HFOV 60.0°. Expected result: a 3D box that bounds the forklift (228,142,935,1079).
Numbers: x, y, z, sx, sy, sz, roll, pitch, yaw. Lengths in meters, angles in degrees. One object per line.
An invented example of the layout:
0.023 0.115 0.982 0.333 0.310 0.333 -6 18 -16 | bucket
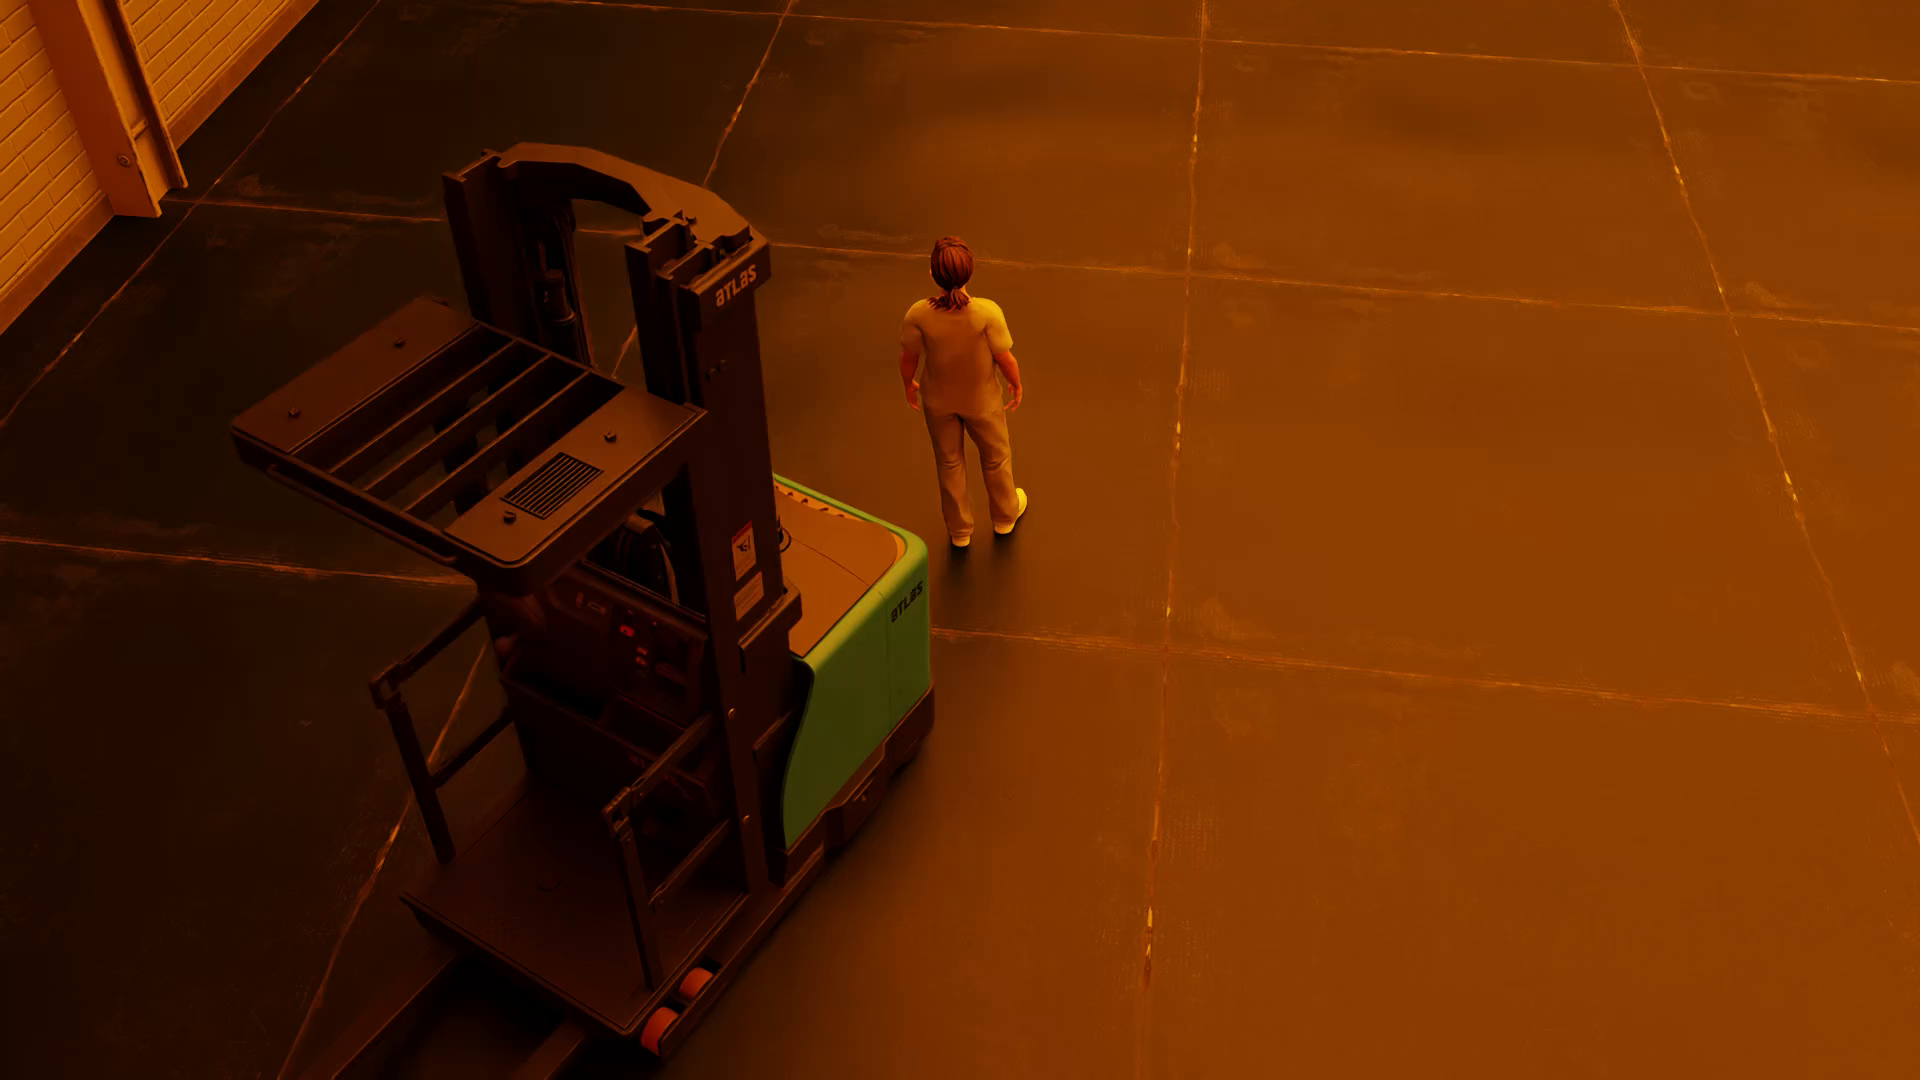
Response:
-1.319 0.377 5.314 1.130 2.935 3.031 23 47 23 | forklift

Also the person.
0.024 -0.676 7.378 0.549 1.673 0.532 5 43 6 | person
